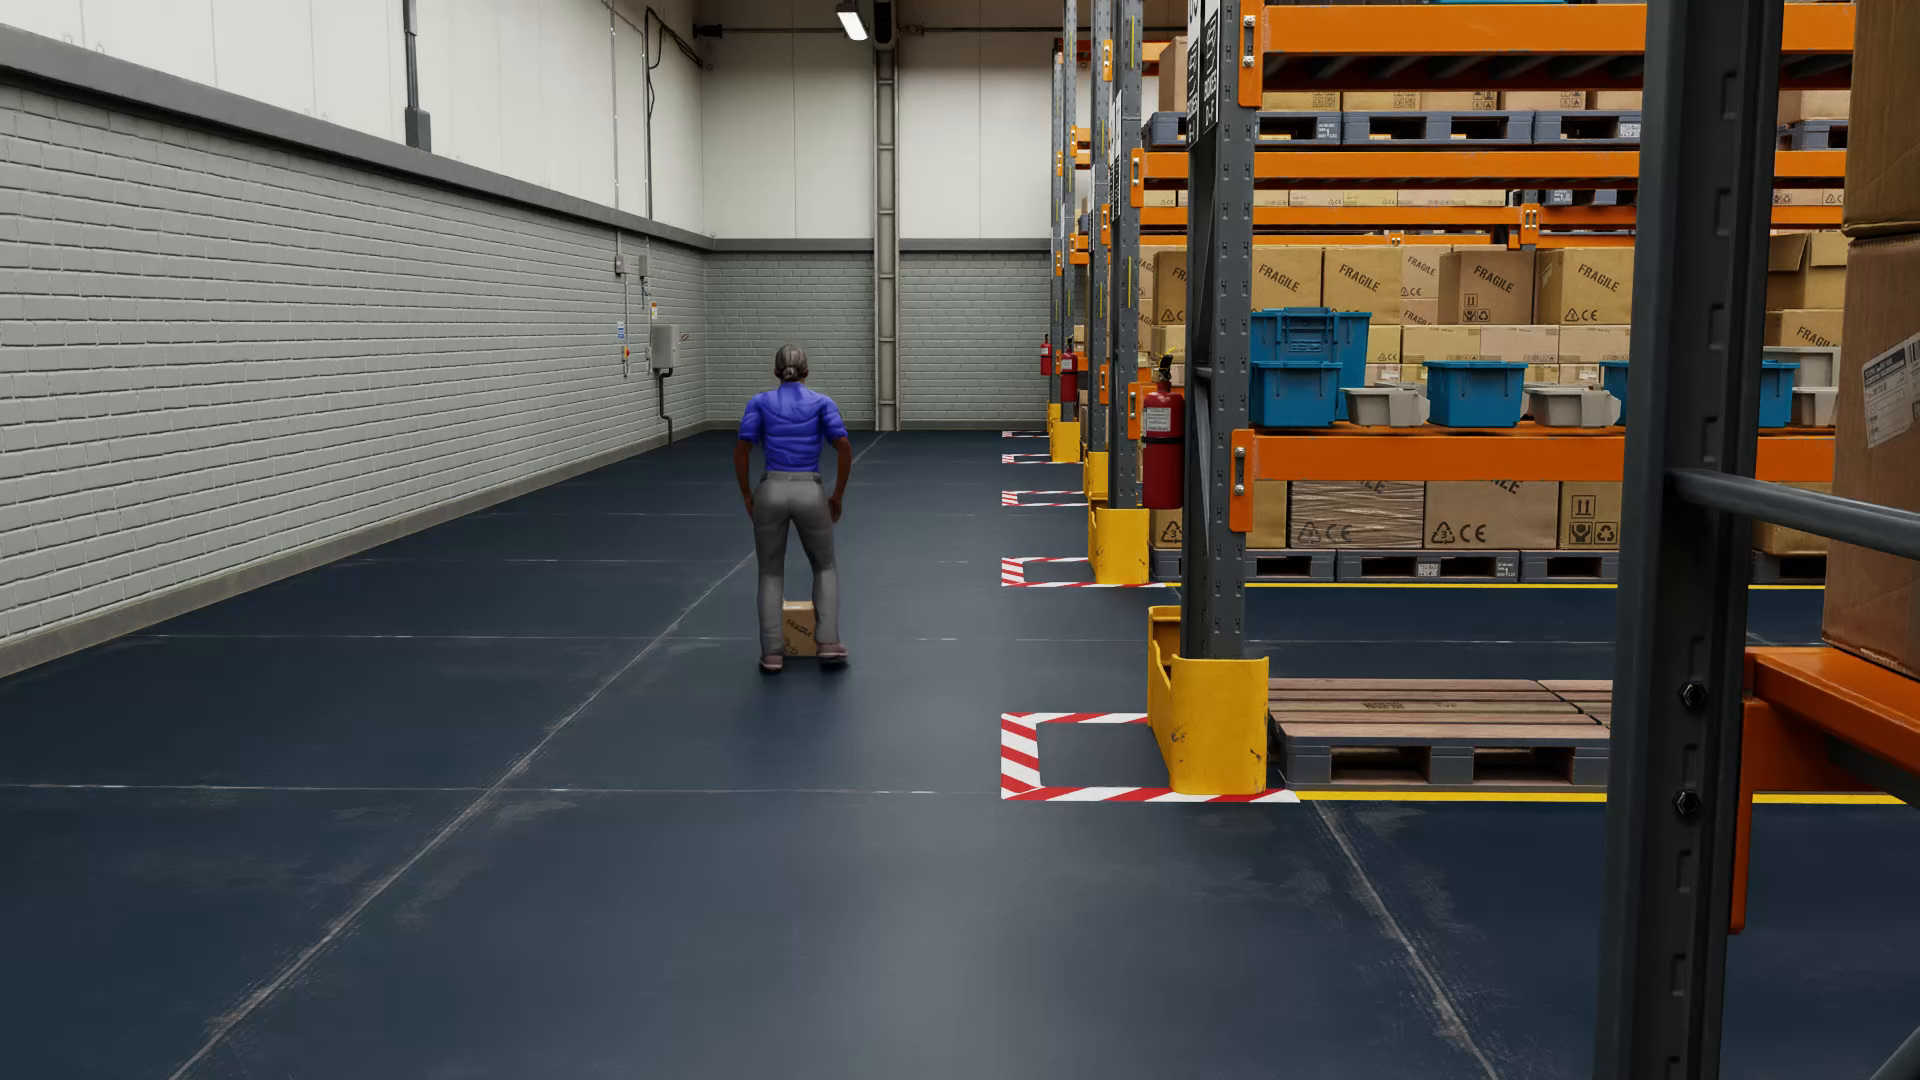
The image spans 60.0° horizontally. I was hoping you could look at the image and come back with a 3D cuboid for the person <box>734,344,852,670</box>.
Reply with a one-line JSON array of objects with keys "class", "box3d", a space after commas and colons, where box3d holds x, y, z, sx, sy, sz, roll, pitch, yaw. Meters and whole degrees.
[{"class": "person", "box3d": [-0.823, -0.174, 8.331, 0.570, 1.604, 0.509, 0, 7, -2]}]
